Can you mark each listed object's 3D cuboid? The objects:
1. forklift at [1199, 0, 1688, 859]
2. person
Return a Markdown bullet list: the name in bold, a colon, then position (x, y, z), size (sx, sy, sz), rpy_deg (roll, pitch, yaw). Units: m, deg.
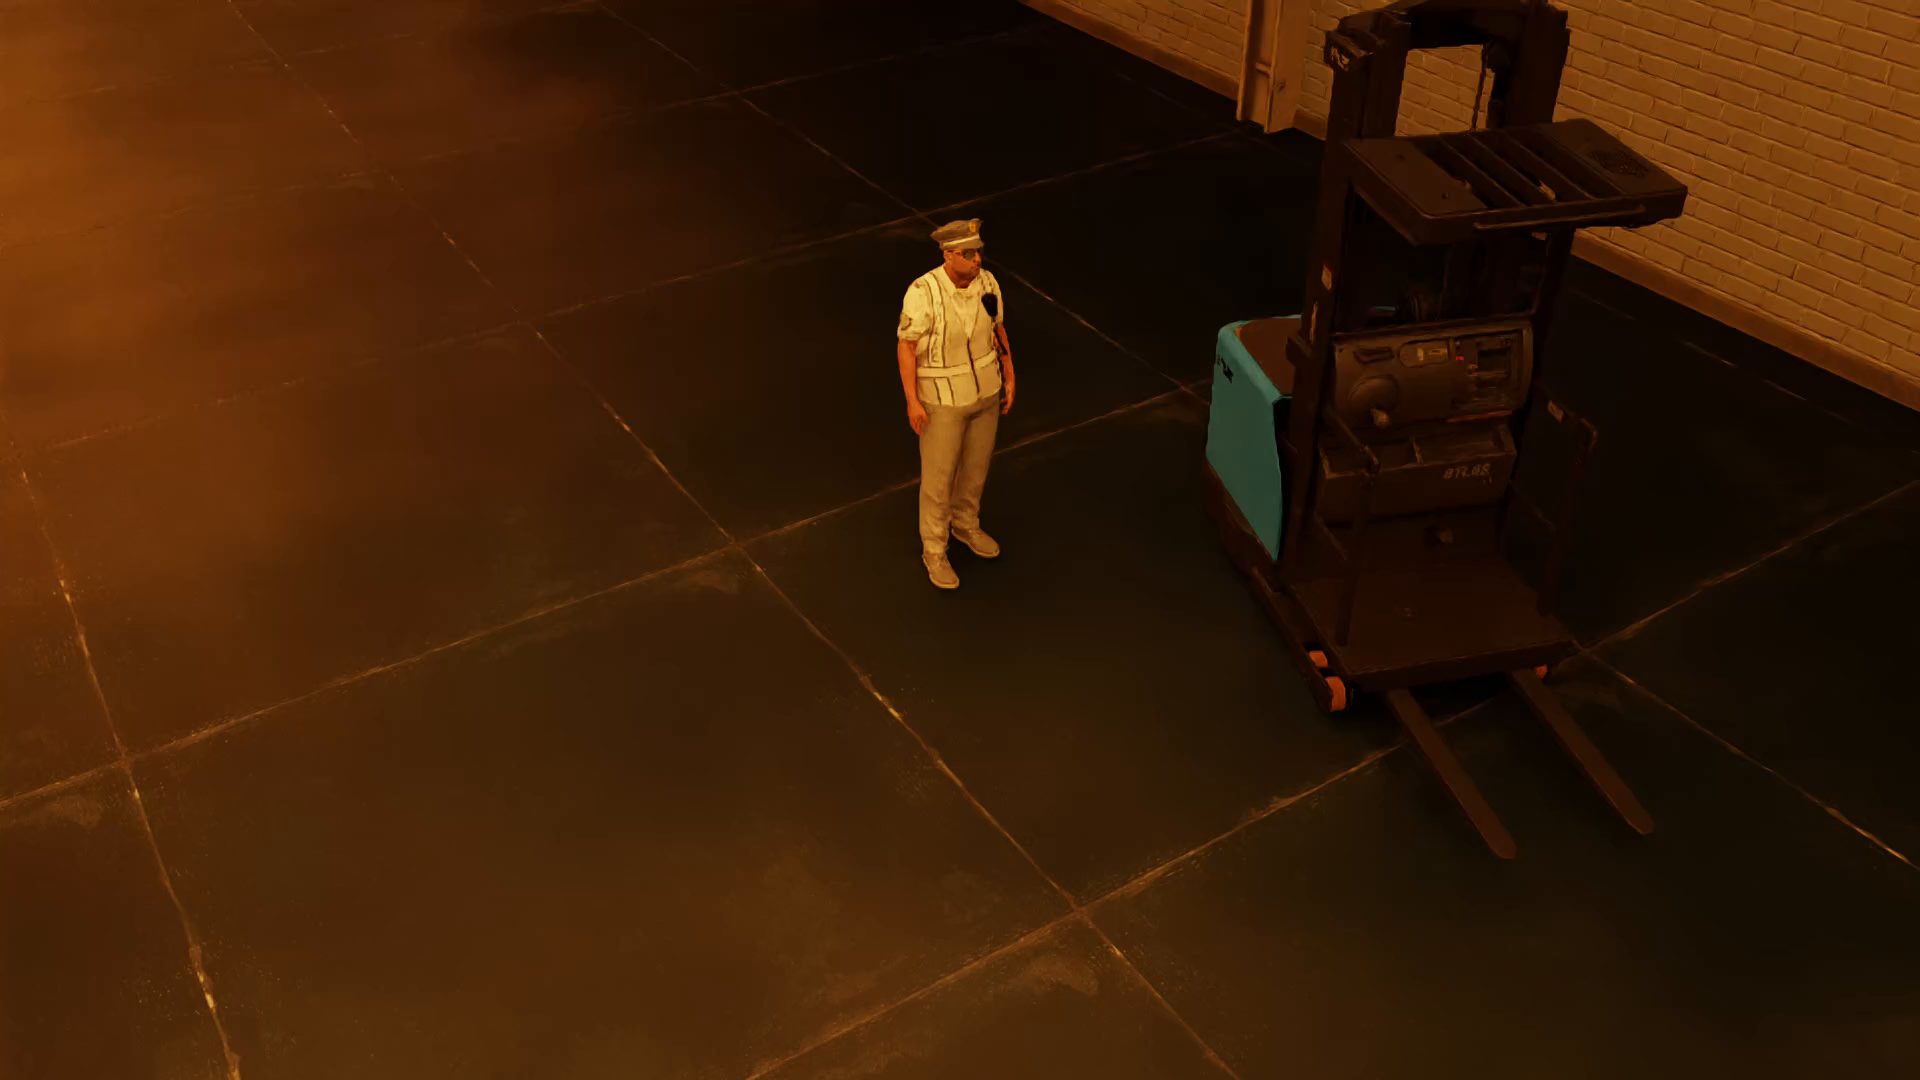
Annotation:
- **forklift**: position (2.115, -0.657, 7.082), size (1.130, 2.935, 3.031), rpy_deg (-8, 36, -11)
- **person**: position (0.032, -0.694, 8.122), size (0.640, 1.781, 0.574), rpy_deg (-21, 40, -27)
